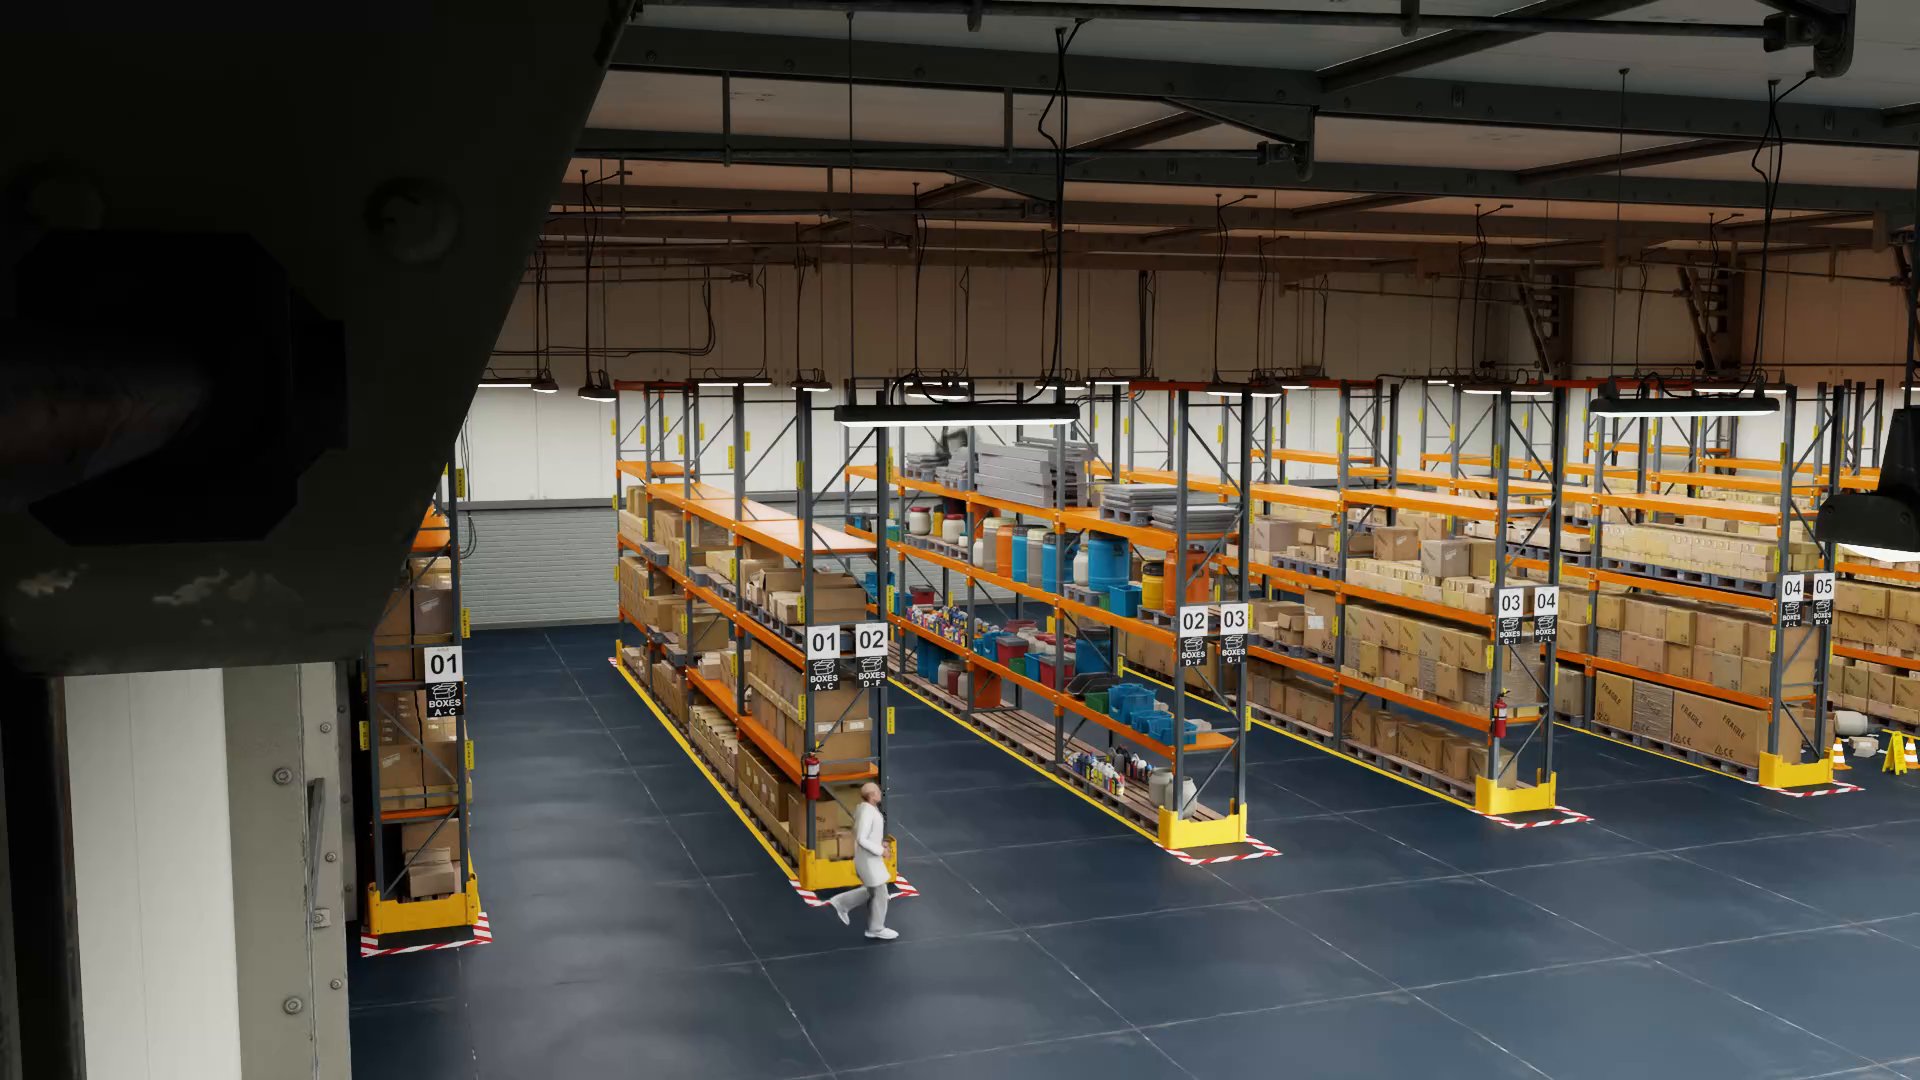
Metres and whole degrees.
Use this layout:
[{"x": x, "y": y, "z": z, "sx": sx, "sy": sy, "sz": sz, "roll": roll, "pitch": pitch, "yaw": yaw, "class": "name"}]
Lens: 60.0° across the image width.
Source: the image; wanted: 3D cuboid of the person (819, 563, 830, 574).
[{"x": -3.214, "y": 1.406, "z": 38.624, "sx": 0.556, "sy": 1.715, "sz": 0.775, "roll": 0, "pitch": 6, "yaw": -3, "class": "person"}]

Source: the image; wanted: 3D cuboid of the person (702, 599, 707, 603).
[{"x": -5.514, "y": 1.699, "z": 36.384, "sx": 0.692, "sy": 1.599, "sz": 0.557, "roll": 5, "pitch": 8, "yaw": 37, "class": "person"}]

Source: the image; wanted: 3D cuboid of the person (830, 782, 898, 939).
[{"x": -1.061, "y": 3.540, "z": 18.300, "sx": 0.761, "sy": 1.759, "sz": 0.717, "roll": 0, "pitch": 6, "yaw": -2, "class": "person"}]
